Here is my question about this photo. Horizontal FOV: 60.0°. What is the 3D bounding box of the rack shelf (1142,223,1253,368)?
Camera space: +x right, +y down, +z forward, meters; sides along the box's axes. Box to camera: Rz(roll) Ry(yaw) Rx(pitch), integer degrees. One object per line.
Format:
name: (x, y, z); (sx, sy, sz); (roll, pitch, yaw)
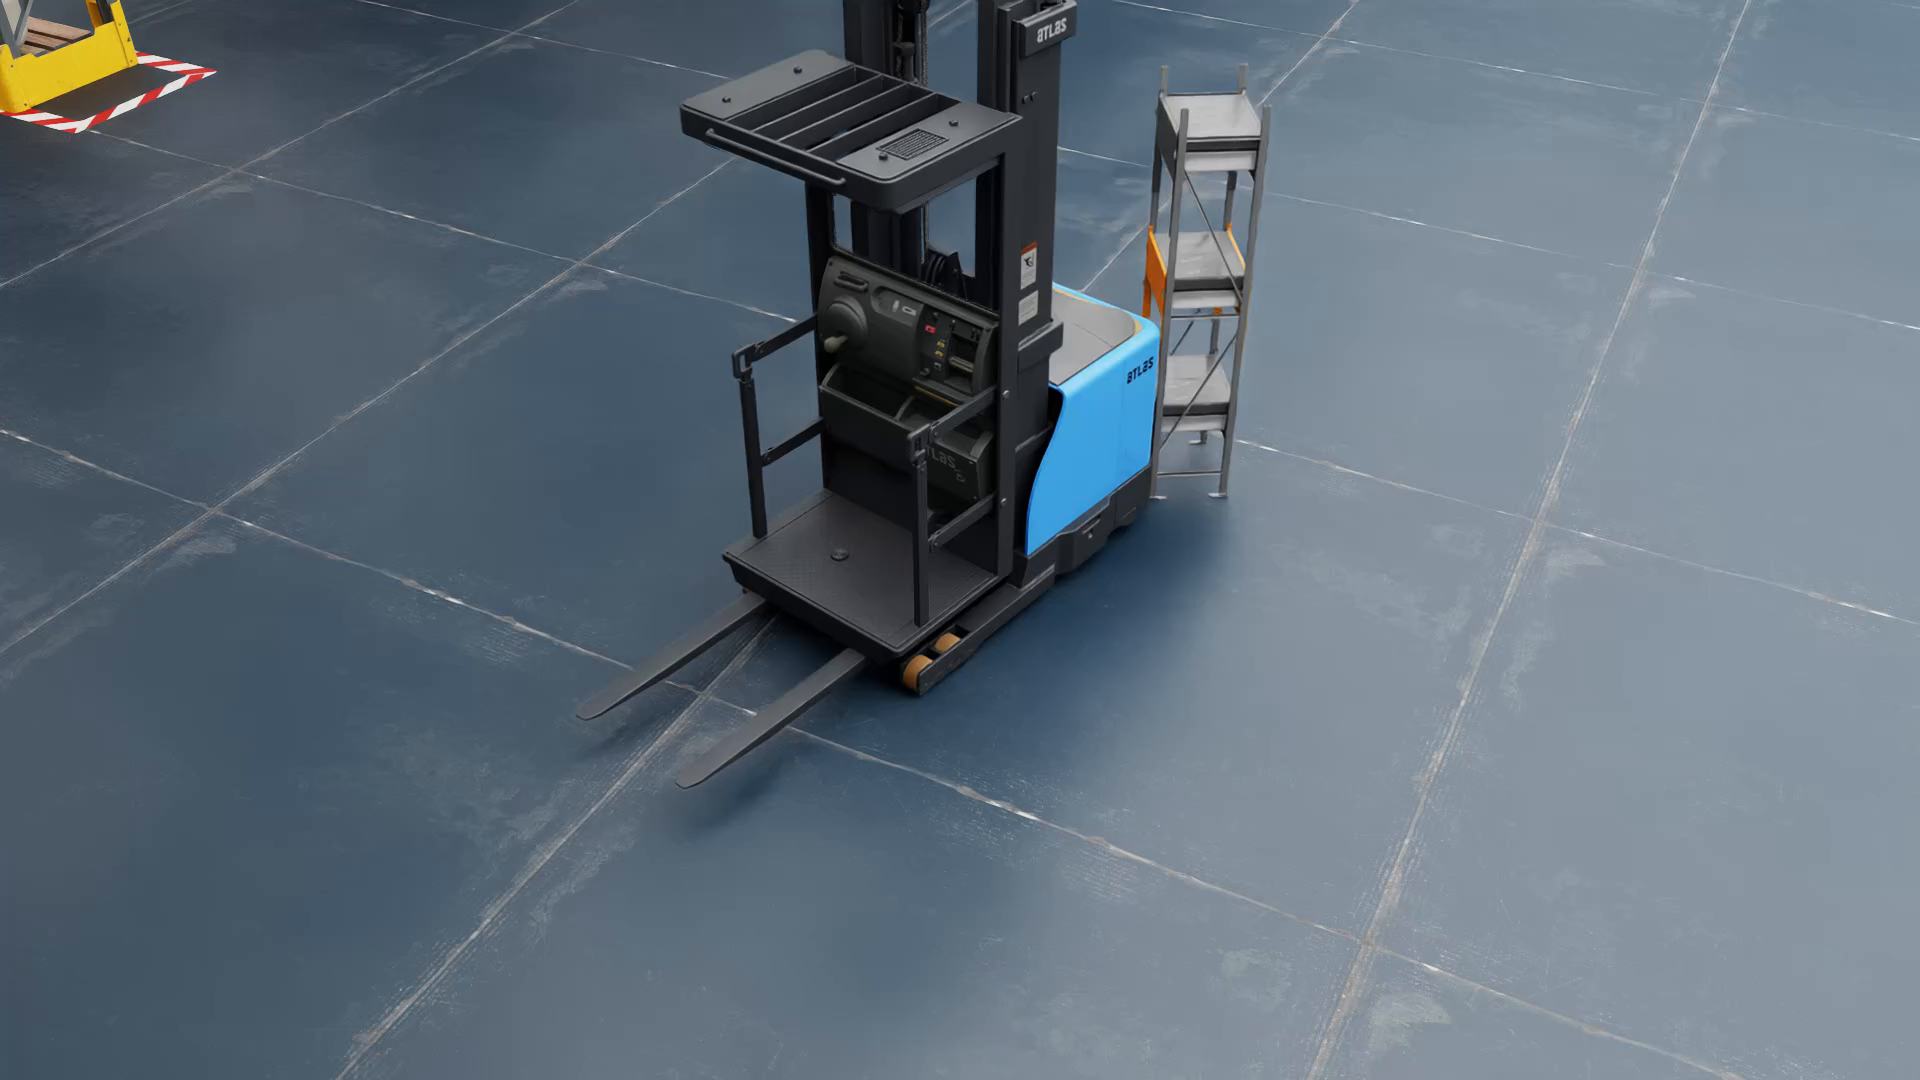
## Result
rack shelf: (1.146, -1.194, 8.108); (0.431, 0.518, 0.480); (-3, 37, -4)

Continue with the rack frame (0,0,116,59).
rack frame: (-6.860, -4.747, 12.023); (0.127, 3.000, 1.000); (17, 41, 21)

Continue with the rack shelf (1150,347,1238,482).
rack shelf: (1.146, -0.636, 8.531); (0.431, 0.518, 0.480); (-3, 37, -4)

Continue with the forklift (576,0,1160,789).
forklift: (-0.374, -0.835, 6.926); (1.130, 2.935, 3.031); (27, 45, 31)

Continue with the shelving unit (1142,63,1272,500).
shelving unit: (1.146, -1.204, 8.100); (0.431, 2.100, 0.503); (-3, 37, -4)

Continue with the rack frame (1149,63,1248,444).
rack frame: (1.127, -1.351, 8.294); (0.400, 2.100, 0.015); (-3, 37, -4)

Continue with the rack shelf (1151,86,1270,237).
rack shelf: (1.146, -1.751, 7.685); (0.431, 0.518, 0.480); (-3, 37, -4)

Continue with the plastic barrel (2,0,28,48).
plastic barrel: (-7.480, -4.065, 12.835); (0.421, 0.512, 0.421); (0, 37, 0)

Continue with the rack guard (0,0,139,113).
rack guard: (-6.950, -3.747, 12.773); (0.348, 0.500, 1.175); (17, 41, 21)

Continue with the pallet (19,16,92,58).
pallet: (-7.668, -3.861, 13.162); (1.213, 0.211, 1.003); (17, 41, 21)

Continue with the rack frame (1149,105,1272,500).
rack frame: (1.166, -1.057, 7.906); (0.400, 2.100, 0.015); (-3, 37, -4)
